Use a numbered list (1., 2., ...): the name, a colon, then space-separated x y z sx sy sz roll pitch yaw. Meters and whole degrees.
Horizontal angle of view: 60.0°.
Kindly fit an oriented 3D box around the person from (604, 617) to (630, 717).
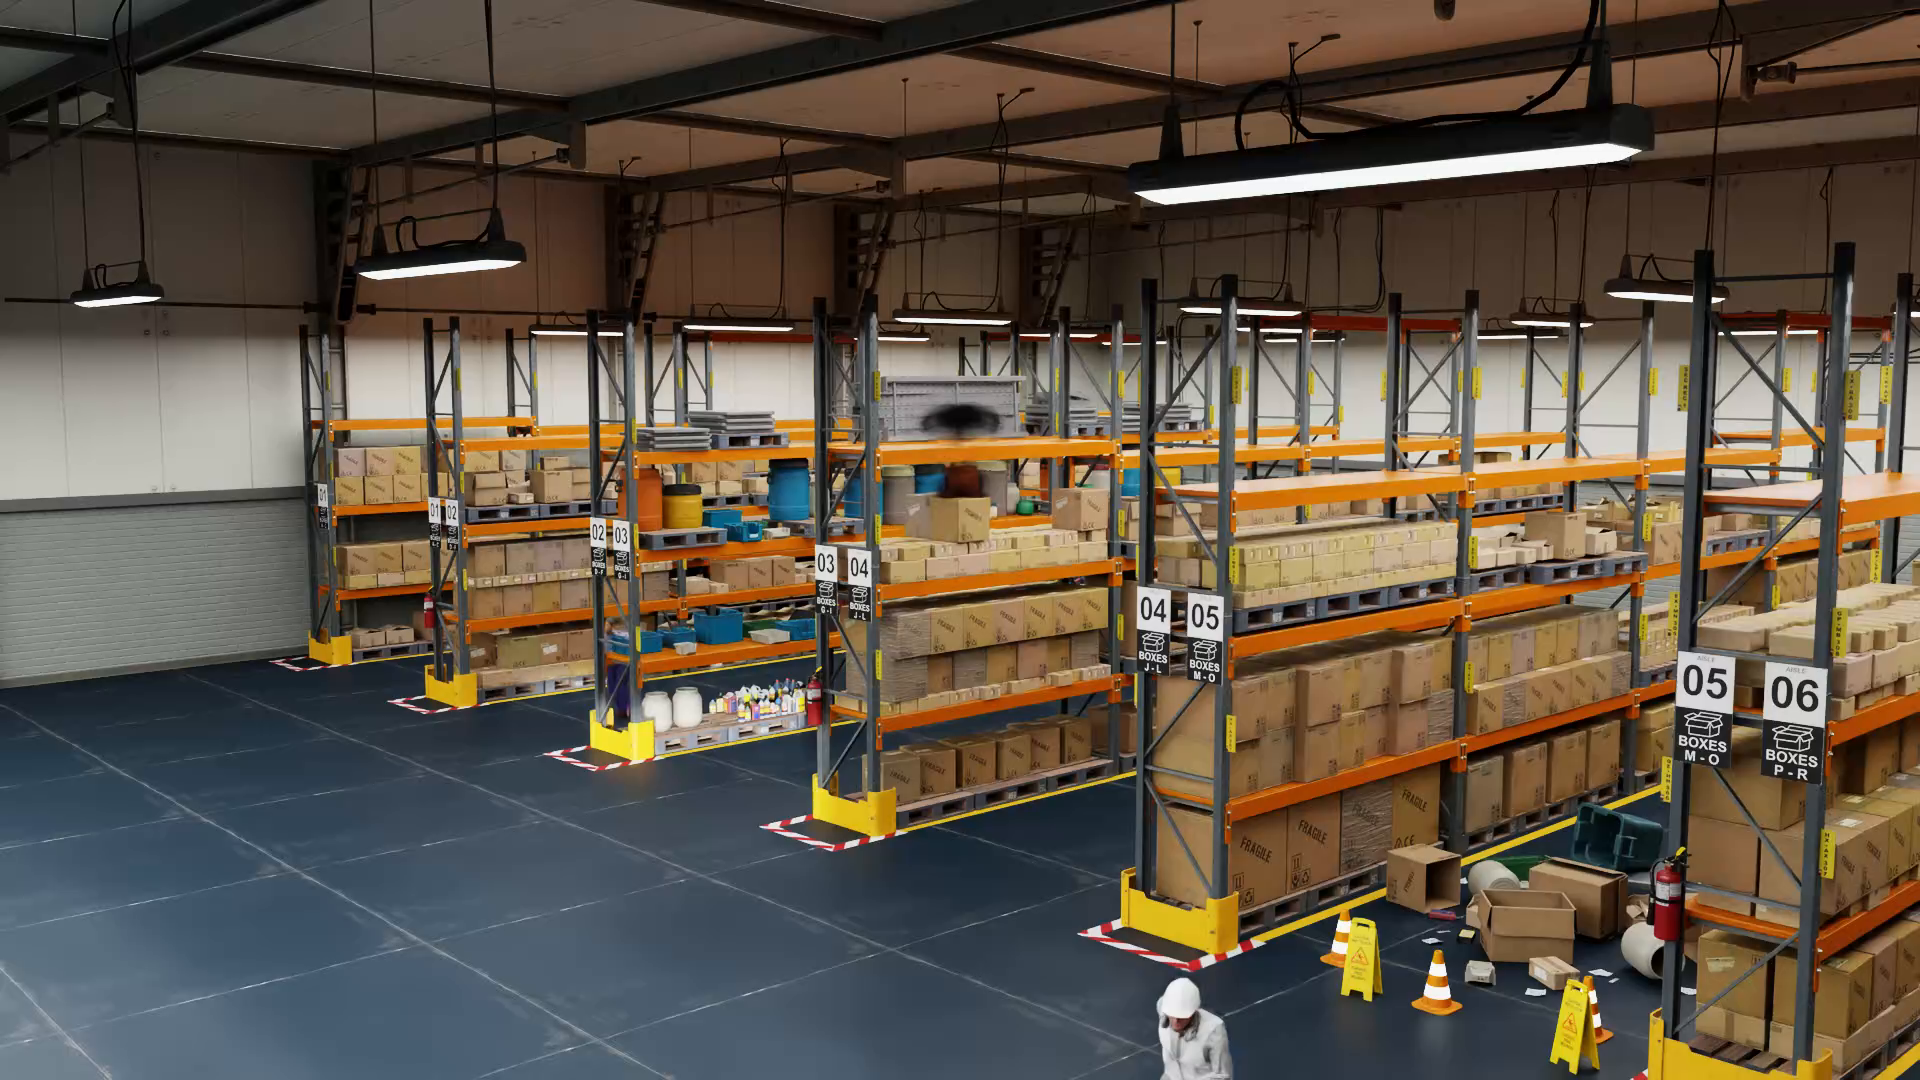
1. person: -5.126 1.899 24.746 0.608 1.540 0.817 2 6 17

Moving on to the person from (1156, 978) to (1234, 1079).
1. person: 1.429 3.356 10.262 0.661 1.540 0.987 4 7 35
